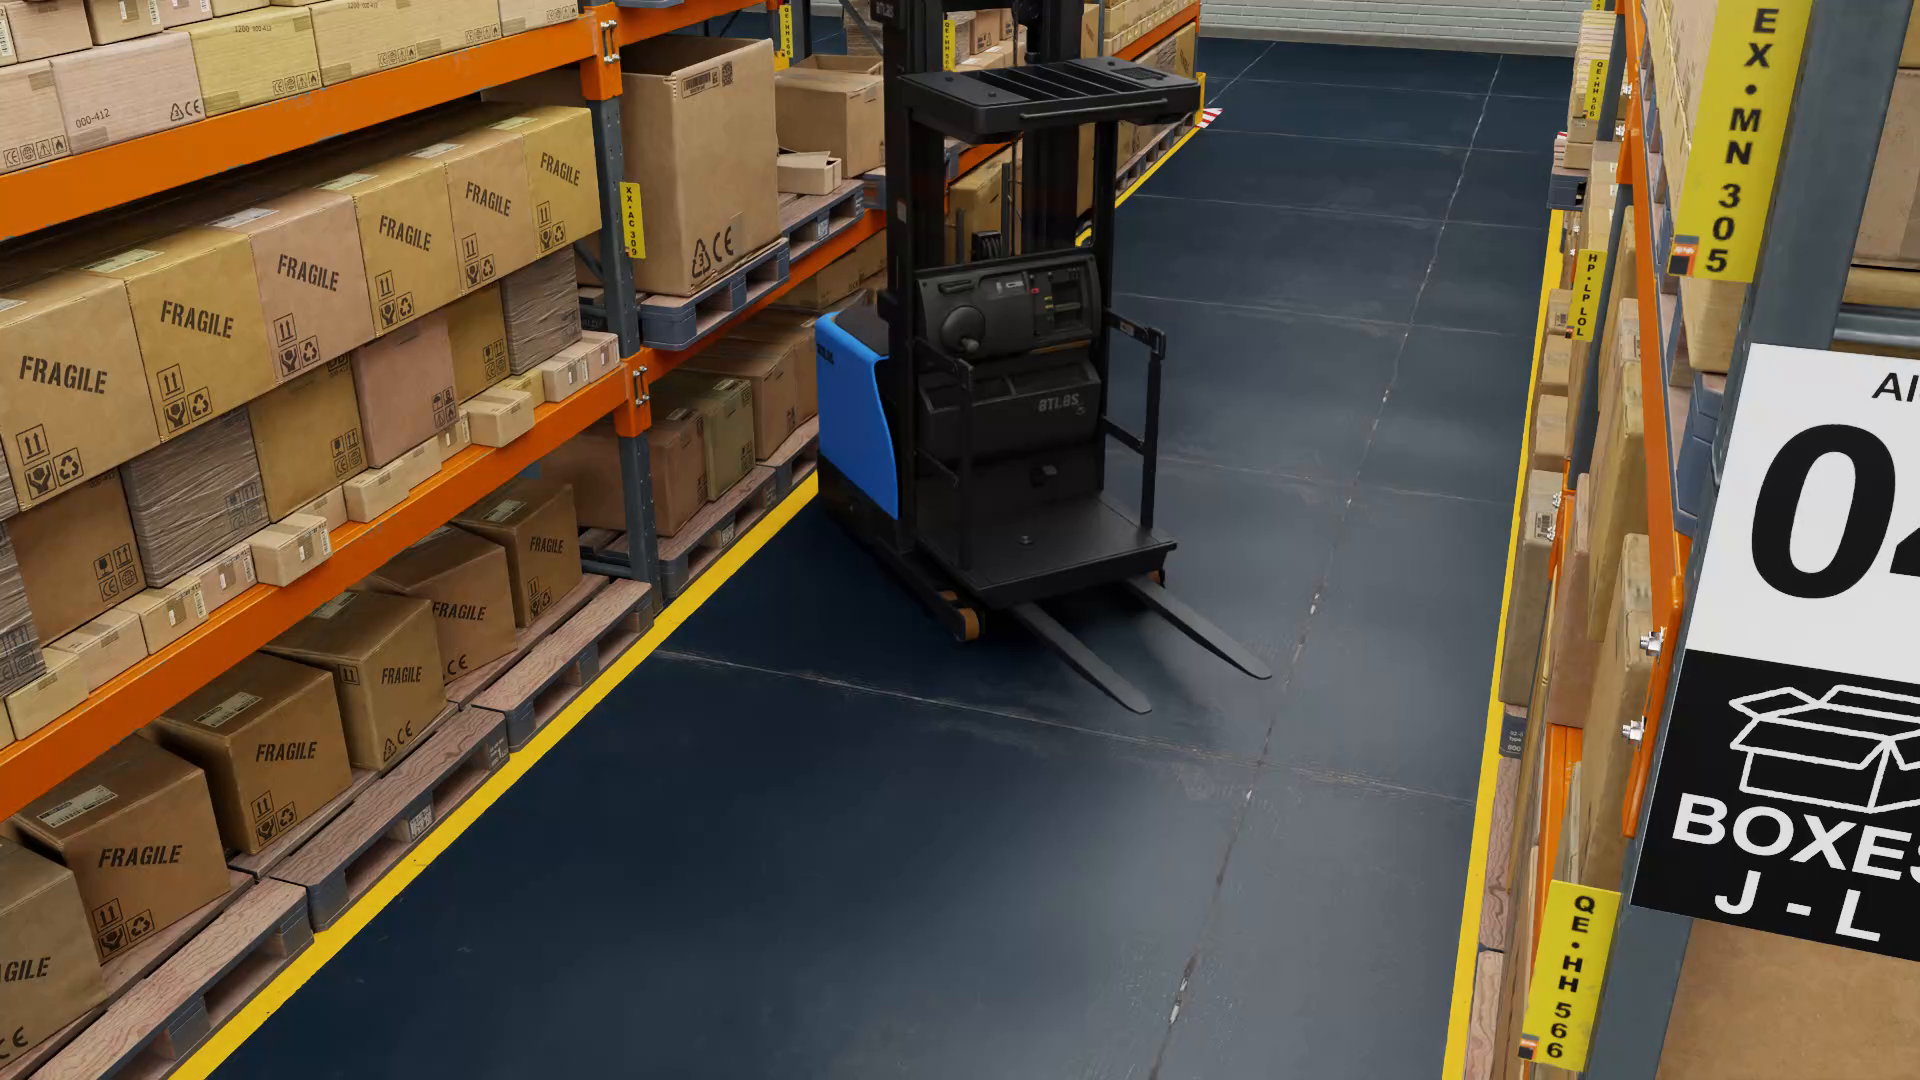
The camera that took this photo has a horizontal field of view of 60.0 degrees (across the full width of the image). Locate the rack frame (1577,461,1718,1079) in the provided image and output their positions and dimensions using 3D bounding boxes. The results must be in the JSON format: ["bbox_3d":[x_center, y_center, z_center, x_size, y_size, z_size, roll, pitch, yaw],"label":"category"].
[{"bbox_3d":[1.387,1.345,2.529,1.000,3.000,0.127,9,27,17],"label":"rack frame"}]

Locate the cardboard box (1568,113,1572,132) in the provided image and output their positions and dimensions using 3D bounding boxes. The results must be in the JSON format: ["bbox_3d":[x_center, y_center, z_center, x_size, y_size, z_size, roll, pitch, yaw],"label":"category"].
[{"bbox_3d":[3.871,-2.531,10.000,0.380,0.149,0.250,10,28,19],"label":"cardboard box"}]

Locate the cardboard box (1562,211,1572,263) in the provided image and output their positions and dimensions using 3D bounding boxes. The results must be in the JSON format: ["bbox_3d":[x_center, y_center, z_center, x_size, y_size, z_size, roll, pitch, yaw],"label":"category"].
[{"bbox_3d":[4.884,-2.385,12.620,0.500,0.500,0.500,10,28,19],"label":"cardboard box"}]

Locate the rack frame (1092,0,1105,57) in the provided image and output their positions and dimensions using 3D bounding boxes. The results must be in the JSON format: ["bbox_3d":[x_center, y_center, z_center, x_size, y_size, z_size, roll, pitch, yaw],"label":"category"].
[{"bbox_3d":[0.737,-4.347,14.286,1.000,3.000,0.127,9,27,17],"label":"rack frame"}]

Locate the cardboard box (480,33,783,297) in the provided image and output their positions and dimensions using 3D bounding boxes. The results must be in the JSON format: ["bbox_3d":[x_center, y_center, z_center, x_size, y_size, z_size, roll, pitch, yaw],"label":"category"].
[{"bbox_3d":[-1.529,-1.824,7.906,1.000,1.000,1.000,9,27,18],"label":"cardboard box"}]

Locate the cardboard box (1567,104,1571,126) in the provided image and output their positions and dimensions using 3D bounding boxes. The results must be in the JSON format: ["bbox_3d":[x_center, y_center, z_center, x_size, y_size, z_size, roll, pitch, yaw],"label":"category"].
[{"bbox_3d":[4.124,-2.708,10.707,0.380,0.149,0.250,8,27,15],"label":"cardboard box"}]

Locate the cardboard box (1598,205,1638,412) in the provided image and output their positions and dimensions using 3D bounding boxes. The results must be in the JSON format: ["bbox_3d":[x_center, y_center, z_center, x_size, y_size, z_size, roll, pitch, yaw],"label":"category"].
[{"bbox_3d":[2.563,-0.705,5.353,0.875,0.550,0.550,9,27,17],"label":"cardboard box"}]

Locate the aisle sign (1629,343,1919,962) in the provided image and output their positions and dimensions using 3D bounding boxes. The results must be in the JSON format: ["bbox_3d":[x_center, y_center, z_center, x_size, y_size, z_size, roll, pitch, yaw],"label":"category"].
[{"bbox_3d":[1.081,0.161,1.992,0.394,0.787,0.004,9,27,17],"label":"aisle sign"}]

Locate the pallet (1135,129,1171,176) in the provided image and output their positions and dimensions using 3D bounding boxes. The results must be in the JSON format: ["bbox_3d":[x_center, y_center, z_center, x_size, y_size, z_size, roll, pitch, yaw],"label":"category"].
[{"bbox_3d":[1.468,-3.896,16.554,1.003,0.211,1.213,9,27,17],"label":"pallet"}]

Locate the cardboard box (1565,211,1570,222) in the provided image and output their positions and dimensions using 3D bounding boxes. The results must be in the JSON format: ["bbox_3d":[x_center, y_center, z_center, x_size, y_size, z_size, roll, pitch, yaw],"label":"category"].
[{"bbox_3d":[5.189,-2.702,13.679,0.380,0.149,0.250,9,27,18],"label":"cardboard box"}]

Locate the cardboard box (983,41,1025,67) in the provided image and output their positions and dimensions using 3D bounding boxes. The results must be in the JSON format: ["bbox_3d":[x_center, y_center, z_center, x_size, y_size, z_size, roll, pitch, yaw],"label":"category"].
[{"bbox_3d":[0.161,-3.332,12.074,0.500,0.500,0.500,8,27,17],"label":"cardboard box"}]

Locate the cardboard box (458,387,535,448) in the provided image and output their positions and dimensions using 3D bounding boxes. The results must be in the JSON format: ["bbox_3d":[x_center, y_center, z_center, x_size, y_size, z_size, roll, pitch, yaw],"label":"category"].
[{"bbox_3d":[-1.930,-0.501,6.631,0.380,0.149,0.250,9,27,17],"label":"cardboard box"}]

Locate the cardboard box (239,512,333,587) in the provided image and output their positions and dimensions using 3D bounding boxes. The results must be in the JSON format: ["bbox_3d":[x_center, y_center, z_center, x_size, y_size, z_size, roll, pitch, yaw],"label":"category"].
[{"bbox_3d":[-2.346,0.013,5.570,0.380,0.149,0.250,9,27,17],"label":"cardboard box"}]

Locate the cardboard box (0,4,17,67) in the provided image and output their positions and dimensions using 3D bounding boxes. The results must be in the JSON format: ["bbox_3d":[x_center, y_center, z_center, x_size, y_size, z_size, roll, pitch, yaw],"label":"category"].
[{"bbox_3d":[-2.644,-1.273,4.209,0.380,0.149,0.250,10,28,20],"label":"cardboard box"}]

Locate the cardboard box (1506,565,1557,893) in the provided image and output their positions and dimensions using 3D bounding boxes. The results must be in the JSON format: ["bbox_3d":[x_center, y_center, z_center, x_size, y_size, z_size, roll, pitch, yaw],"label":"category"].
[{"bbox_3d":[2.443,0.717,5.783,0.875,0.875,0.875,9,27,18],"label":"cardboard box"}]

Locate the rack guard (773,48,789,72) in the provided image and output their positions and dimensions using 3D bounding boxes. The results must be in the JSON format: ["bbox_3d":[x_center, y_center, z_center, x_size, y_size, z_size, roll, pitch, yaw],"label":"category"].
[{"bbox_3d":[-2.607,-5.596,19.733,1.175,0.500,0.348,9,27,17],"label":"rack guard"}]

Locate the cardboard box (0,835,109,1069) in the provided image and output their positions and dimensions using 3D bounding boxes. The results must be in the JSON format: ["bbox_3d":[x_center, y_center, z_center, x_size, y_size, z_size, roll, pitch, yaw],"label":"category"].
[{"bbox_3d":[-3.033,1.266,5.079,0.500,0.500,0.500,14,29,27],"label":"cardboard box"}]

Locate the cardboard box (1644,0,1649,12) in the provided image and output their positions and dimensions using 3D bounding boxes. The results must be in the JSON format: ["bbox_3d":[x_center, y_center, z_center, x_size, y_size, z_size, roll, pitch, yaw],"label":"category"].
[{"bbox_3d":[2.276,-1.669,5.005,0.380,0.149,0.250,8,27,17],"label":"cardboard box"}]

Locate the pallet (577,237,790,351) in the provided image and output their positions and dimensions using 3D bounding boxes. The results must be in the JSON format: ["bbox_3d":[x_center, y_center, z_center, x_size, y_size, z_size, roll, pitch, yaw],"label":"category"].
[{"bbox_3d":[-1.534,-1.266,8.143,1.003,0.211,1.213,9,27,17],"label":"pallet"}]

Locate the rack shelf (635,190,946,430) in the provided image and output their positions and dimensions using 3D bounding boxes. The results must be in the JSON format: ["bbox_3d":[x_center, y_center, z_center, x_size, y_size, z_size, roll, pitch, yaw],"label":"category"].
[{"bbox_3d":[-1.260,-1.557,9.350,1.077,0.370,4.000,9,27,17],"label":"rack shelf"}]

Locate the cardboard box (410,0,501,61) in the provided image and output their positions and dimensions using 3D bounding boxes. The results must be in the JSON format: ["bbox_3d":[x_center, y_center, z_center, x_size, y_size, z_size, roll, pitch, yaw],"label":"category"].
[{"bbox_3d":[-2.015,-1.903,5.969,0.500,0.250,0.500,9,27,19],"label":"cardboard box"}]

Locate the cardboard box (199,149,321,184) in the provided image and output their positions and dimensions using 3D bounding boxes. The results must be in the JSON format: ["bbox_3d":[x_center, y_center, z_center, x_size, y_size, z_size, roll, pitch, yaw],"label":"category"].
[{"bbox_3d":[-2.647,-1.129,6.036,0.500,0.500,0.500,9,27,17],"label":"cardboard box"}]

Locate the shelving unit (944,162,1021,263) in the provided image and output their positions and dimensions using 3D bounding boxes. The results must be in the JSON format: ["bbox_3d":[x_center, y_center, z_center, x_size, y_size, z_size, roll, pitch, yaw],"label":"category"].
[{"bbox_3d":[0.139,-1.358,9.833,0.587,1.500,1.083,19,32,34],"label":"shelving unit"}]

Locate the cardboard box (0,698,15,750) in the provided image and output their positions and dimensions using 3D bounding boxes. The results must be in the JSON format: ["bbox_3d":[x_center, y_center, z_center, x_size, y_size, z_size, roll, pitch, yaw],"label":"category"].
[{"bbox_3d":[-2.836,0.515,4.532,0.380,0.149,0.250,9,27,17],"label":"cardboard box"}]

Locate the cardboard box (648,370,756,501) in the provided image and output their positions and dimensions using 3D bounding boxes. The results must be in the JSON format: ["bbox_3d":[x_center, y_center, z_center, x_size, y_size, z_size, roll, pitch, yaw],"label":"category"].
[{"bbox_3d":[-1.524,-0.575,8.858,0.700,0.500,0.500,9,27,17],"label":"cardboard box"}]

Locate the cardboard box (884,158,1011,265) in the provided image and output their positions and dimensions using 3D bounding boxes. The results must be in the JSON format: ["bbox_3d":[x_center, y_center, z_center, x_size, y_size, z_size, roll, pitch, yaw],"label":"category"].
[{"bbox_3d":[-0.345,-2.216,11.842,1.225,0.875,0.875,7,27,15],"label":"cardboard box"}]

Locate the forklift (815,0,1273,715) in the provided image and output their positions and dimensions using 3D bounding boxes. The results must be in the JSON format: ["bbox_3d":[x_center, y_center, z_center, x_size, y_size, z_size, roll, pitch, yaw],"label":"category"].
[{"bbox_3d":[0.341,-1.063,7.583,1.130,2.935,3.031,-13,29,-24],"label":"forklift"}]

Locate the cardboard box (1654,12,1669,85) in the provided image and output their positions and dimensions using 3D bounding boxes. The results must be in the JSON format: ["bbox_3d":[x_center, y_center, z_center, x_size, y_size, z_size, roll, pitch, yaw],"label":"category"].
[{"bbox_3d":[1.854,-1.145,3.923,0.380,0.149,0.250,9,27,17],"label":"cardboard box"}]

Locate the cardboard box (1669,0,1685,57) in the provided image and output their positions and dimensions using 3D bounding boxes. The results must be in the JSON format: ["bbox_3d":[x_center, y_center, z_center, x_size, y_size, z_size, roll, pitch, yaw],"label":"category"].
[{"bbox_3d":[1.790,-1.165,3.507,0.500,0.250,0.500,9,27,18],"label":"cardboard box"}]

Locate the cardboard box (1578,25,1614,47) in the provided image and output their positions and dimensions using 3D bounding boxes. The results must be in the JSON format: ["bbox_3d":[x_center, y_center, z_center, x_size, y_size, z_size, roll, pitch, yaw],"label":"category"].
[{"bbox_3d":[4.555,-3.512,11.685,0.380,0.149,0.250,8,27,17],"label":"cardboard box"}]

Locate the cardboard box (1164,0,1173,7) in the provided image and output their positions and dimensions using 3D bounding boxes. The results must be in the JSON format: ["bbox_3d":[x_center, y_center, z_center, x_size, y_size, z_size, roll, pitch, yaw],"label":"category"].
[{"bbox_3d":[1.818,-5.402,16.295,0.500,0.250,0.500,8,27,16],"label":"cardboard box"}]

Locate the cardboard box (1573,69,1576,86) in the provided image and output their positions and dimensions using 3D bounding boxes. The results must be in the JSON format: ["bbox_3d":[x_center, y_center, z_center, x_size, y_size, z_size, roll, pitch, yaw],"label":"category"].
[{"bbox_3d":[4.297,-3.058,11.088,0.380,0.149,0.250,8,27,16],"label":"cardboard box"}]

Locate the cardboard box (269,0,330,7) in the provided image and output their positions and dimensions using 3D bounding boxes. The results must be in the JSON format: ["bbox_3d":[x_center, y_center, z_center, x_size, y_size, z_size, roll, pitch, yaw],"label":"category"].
[{"bbox_3d":[-2.195,-1.803,5.305,0.380,0.149,0.250,10,28,20],"label":"cardboard box"}]

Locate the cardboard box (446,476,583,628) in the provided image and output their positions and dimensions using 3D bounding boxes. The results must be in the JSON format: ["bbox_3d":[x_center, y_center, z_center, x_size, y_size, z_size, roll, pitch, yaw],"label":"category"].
[{"bbox_3d":[-2.096,0.035,7.621,0.500,0.500,0.500,8,27,16],"label":"cardboard box"}]

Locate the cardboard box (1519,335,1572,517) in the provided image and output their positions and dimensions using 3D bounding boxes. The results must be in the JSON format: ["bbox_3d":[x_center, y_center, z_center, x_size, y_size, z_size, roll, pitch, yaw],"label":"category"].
[{"bbox_3d":[3.474,-0.522,8.485,1.050,0.750,0.750,9,27,18],"label":"cardboard box"}]

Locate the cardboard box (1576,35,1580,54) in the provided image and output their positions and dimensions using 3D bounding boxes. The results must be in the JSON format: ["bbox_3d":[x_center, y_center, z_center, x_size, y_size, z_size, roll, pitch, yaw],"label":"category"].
[{"bbox_3d":[4.815,-3.701,12.416,0.380,0.149,0.250,9,27,18],"label":"cardboard box"}]

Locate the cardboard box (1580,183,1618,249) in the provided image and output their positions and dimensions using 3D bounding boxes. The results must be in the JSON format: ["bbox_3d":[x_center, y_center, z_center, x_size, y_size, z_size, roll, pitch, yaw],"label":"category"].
[{"bbox_3d":[3.310,-1.425,8.137,0.500,0.500,0.500,9,27,17],"label":"cardboard box"}]

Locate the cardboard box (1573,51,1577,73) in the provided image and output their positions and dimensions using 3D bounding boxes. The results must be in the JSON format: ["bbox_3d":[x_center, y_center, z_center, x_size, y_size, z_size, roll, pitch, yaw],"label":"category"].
[{"bbox_3d":[4.815,-3.567,12.481,0.380,0.149,0.250,7,27,15],"label":"cardboard box"}]

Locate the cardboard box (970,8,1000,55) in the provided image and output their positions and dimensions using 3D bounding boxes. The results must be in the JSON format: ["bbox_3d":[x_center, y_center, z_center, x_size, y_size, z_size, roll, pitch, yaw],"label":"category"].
[{"bbox_3d":[-0.116,-3.765,11.818,0.797,0.503,0.637,9,27,19],"label":"cardboard box"}]

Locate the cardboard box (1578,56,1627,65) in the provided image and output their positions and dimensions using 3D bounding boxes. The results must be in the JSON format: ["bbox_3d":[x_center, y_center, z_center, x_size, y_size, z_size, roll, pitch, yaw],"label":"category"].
[{"bbox_3d":[4.124,-2.973,10.572,0.380,0.149,0.250,9,27,17],"label":"cardboard box"}]

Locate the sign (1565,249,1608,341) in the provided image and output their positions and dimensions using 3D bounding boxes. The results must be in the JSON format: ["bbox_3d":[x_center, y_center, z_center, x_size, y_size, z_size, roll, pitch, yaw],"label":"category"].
[{"bbox_3d":[2.203,-0.859,5.843,0.100,0.325,0.005,9,27,17],"label":"sign"}]

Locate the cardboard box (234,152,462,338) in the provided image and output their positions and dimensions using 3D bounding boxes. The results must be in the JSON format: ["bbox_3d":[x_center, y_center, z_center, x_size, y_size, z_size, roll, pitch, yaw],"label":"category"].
[{"bbox_3d":[-2.148,-1.052,5.878,0.500,0.500,0.500,9,27,17],"label":"cardboard box"}]

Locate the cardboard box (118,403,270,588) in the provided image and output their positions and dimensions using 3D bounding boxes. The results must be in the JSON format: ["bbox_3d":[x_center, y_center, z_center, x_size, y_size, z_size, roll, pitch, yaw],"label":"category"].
[{"bbox_3d":[-2.787,-0.238,5.344,0.875,0.500,0.500,9,27,17],"label":"cardboard box"}]

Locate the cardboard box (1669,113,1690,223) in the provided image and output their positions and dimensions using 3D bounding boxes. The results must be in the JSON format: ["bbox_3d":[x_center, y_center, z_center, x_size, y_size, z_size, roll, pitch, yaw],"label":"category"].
[{"bbox_3d":[1.432,-0.624,2.847,0.380,0.149,0.250,9,27,18],"label":"cardboard box"}]

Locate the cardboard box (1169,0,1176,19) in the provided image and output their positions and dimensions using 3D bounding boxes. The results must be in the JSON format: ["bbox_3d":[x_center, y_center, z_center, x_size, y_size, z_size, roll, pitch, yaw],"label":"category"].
[{"bbox_3d":[1.921,-5.264,16.467,0.380,0.149,0.250,8,27,16],"label":"cardboard box"}]

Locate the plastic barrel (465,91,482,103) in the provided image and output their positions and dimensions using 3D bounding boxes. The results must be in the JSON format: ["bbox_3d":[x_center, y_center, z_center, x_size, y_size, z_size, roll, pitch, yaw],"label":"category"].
[{"bbox_3d":[-4.367,-3.798,15.077,0.600,0.901,0.708,9,27,17],"label":"plastic barrel"}]

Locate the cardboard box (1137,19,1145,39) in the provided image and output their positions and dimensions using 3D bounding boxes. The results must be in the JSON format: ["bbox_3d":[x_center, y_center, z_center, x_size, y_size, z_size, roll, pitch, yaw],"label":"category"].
[{"bbox_3d":[1.494,-4.737,15.379,0.380,0.149,0.250,8,27,17],"label":"cardboard box"}]

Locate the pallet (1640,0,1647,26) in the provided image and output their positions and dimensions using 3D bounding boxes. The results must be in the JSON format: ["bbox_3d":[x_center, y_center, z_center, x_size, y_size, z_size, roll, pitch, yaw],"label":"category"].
[{"bbox_3d":[2.977,-1.946,6.105,0.805,0.209,1.217,8,27,15],"label":"pallet"}]

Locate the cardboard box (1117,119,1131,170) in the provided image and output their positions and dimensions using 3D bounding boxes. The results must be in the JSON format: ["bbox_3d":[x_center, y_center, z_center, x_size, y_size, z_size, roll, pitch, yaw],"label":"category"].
[{"bbox_3d":[1.032,-3.839,15.193,0.875,0.875,0.875,9,27,17],"label":"cardboard box"}]

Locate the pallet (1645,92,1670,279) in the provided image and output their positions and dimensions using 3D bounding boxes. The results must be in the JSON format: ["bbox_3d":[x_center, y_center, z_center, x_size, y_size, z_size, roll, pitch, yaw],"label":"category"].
[{"bbox_3d":[2.028,-0.774,3.567,1.003,0.211,1.213,9,27,17],"label":"pallet"}]
